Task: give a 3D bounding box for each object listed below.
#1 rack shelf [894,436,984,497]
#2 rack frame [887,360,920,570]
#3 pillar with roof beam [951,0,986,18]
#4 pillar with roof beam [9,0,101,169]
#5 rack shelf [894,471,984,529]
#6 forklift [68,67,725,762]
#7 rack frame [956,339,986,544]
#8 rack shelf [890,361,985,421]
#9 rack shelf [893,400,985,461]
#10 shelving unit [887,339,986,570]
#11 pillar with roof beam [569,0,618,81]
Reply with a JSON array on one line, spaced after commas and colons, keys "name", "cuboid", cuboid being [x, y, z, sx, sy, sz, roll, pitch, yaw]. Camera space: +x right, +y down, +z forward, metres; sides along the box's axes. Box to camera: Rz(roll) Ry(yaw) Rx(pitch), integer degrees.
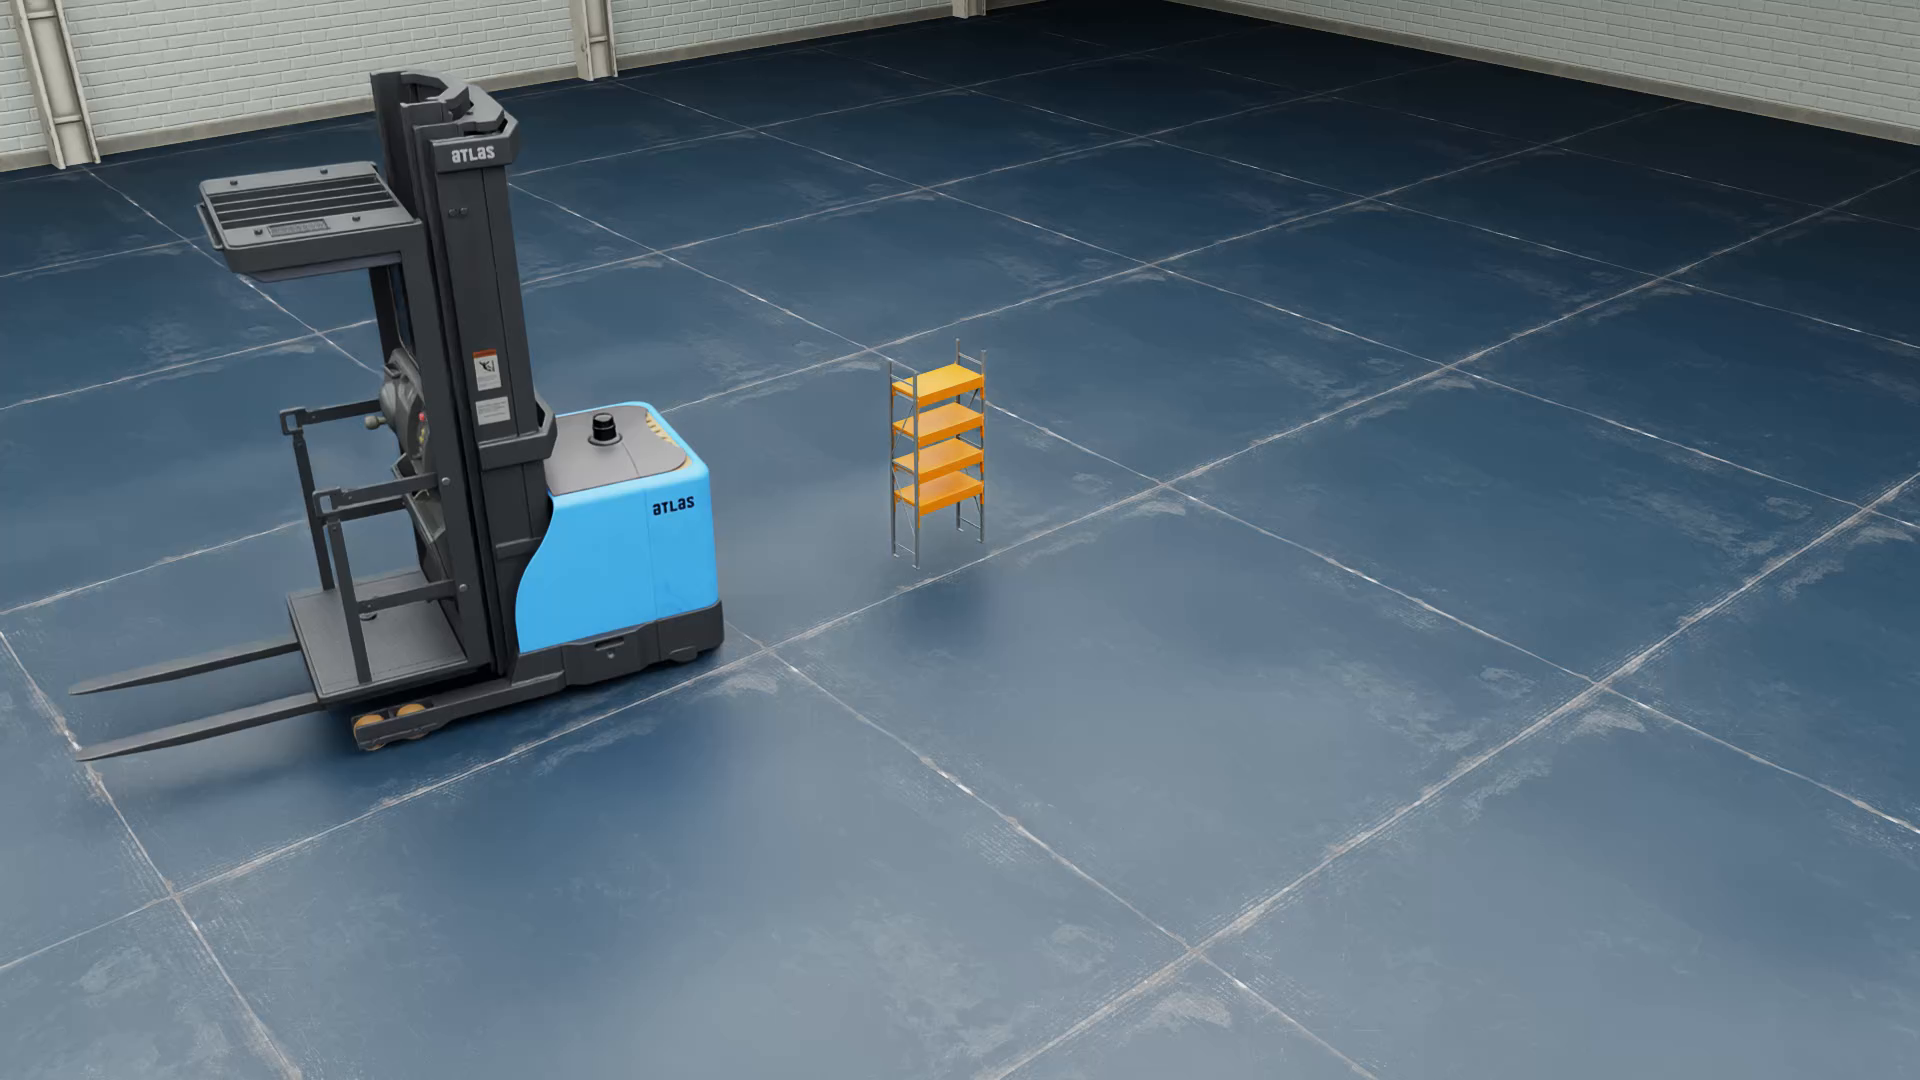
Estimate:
[{"name": "rack shelf", "cuboid": [-0.126, -0.419, 9.404, 0.480, 0.148, 0.258, -22, 35, -35]}, {"name": "rack frame", "cuboid": [-0.312, -0.404, 9.233, 0.015, 1.200, 0.240, -22, 35, -35]}, {"name": "pillar with roof beam", "cuboid": [2.918, -9.941, 18.804, 0.400, 9.000, 9.100, -22, 35, -35]}, {"name": "pillar with roof beam", "cuboid": [-6.211, -6.270, 11.935, 0.400, 9.000, 9.100, -22, 35, -35]}, {"name": "rack shelf", "cuboid": [-0.126, -0.244, 9.498, 0.480, 0.148, 0.258, -22, 35, -35]}, {"name": "forklift", "cuboid": [-2.771, -0.581, 7.727, 3.031, 2.935, 1.130, -14, 31, -24]}, {"name": "rack frame", "cuboid": [0.060, -0.553, 9.512, 0.015, 1.200, 0.240, -22, 35, -35]}, {"name": "rack shelf", "cuboid": [-0.126, -0.825, 9.187, 0.480, 0.148, 0.258, -22, 35, -35]}, {"name": "rack shelf", "cuboid": [-0.126, -0.616, 9.299, 0.480, 0.148, 0.258, -22, 35, -35]}, {"name": "shelving unit", "cuboid": [-0.126, -0.479, 9.372, 0.503, 1.200, 0.258, -22, 35, -35]}, {"name": "pillar with roof beam", "cuboid": [-1.647, -8.106, 15.370, 0.400, 9.000, 9.100, -22, 35, -35]}]
